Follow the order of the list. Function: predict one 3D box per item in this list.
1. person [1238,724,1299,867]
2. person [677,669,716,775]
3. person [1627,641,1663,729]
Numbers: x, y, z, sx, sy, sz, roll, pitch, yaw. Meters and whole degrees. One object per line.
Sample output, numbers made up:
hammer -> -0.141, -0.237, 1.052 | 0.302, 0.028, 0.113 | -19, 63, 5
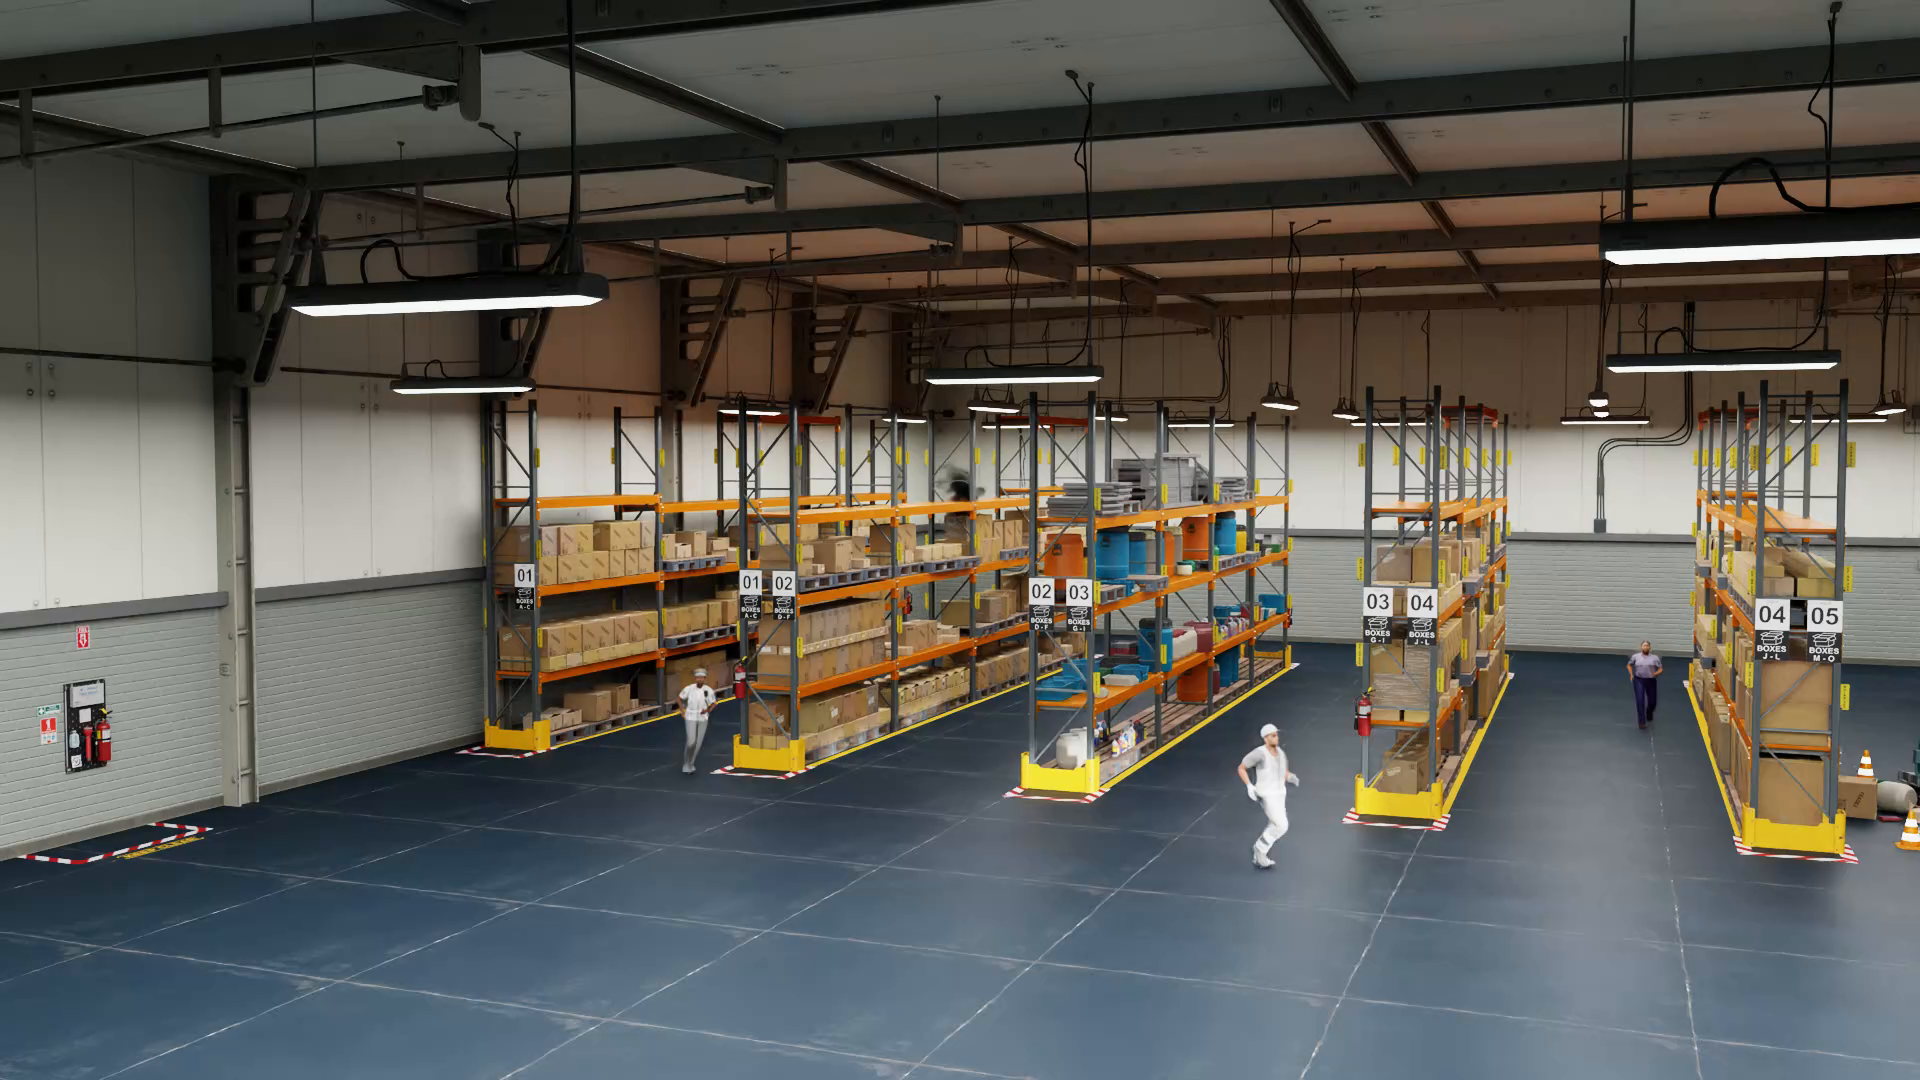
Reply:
person -> 3.809, 3.111, 20.171 | 0.649, 1.742, 0.642 | -2, 4, -41
person -> -4.158, 2.872, 26.346 | 0.603, 1.682, 0.599 | -1, 3, -16
person -> 12.715, 2.672, 30.879 | 0.620, 1.611, 0.784 | 1, 3, 19
